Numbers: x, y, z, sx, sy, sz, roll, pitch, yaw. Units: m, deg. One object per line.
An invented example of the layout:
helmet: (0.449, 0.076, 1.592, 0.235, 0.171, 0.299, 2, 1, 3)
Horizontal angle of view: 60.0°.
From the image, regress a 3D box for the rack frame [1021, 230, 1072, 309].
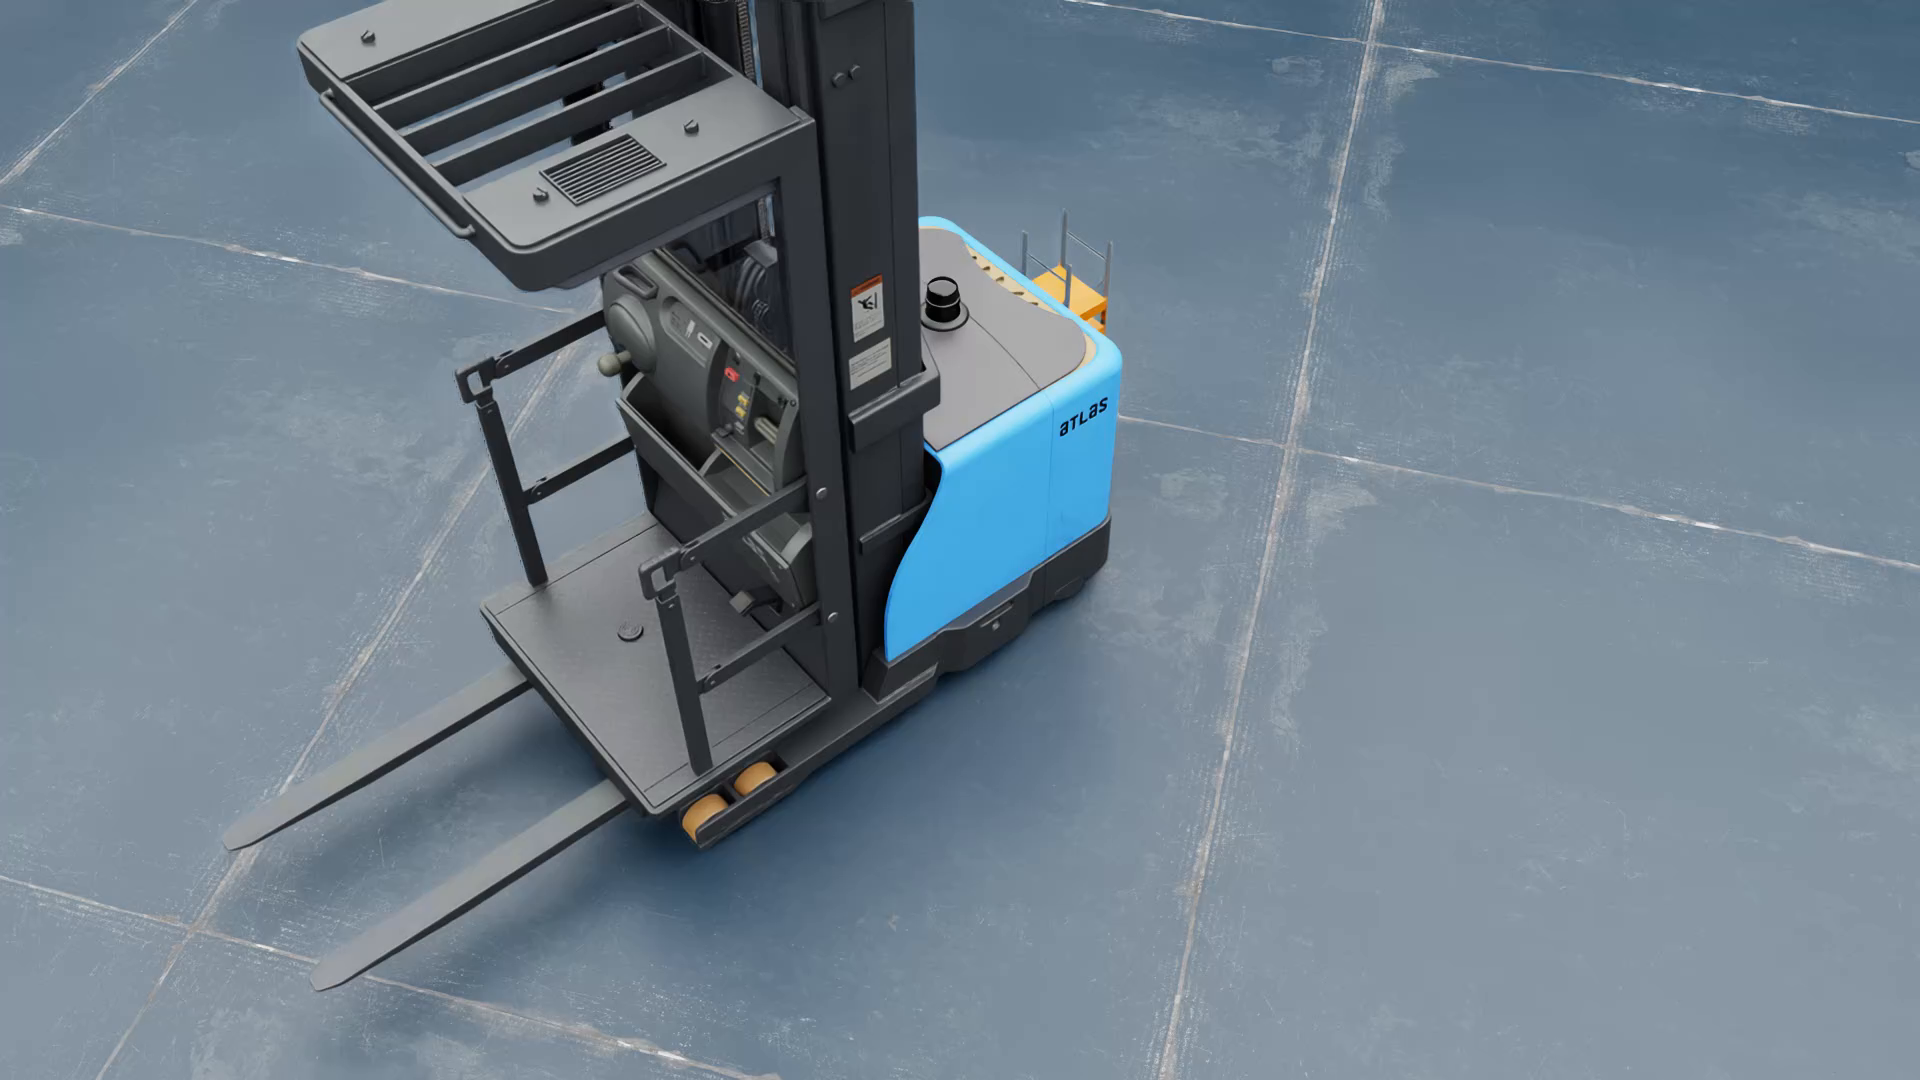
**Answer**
rack frame: (0.288, -0.569, 5.952, 0.006, 1.200, 0.240, -32, 56, -25)

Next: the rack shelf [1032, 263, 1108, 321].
rack shelf: (0.358, -0.822, 5.754, 0.180, 0.103, 0.258, -32, 56, -25)

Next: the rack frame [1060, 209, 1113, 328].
rack frame: (0.428, -0.657, 6.030, 0.006, 1.200, 0.240, -32, 56, -25)

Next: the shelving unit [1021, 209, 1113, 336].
shelving unit: (0.358, -0.613, 5.991, 0.189, 1.200, 0.258, -32, 56, -25)

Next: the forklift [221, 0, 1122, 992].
forklift: (-0.912, -0.437, 4.681, 3.031, 2.935, 1.130, -32, 56, -25)

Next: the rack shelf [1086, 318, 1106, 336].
rack shelf: (0.358, -0.742, 5.844, 0.180, 0.103, 0.258, -32, 56, -25)
